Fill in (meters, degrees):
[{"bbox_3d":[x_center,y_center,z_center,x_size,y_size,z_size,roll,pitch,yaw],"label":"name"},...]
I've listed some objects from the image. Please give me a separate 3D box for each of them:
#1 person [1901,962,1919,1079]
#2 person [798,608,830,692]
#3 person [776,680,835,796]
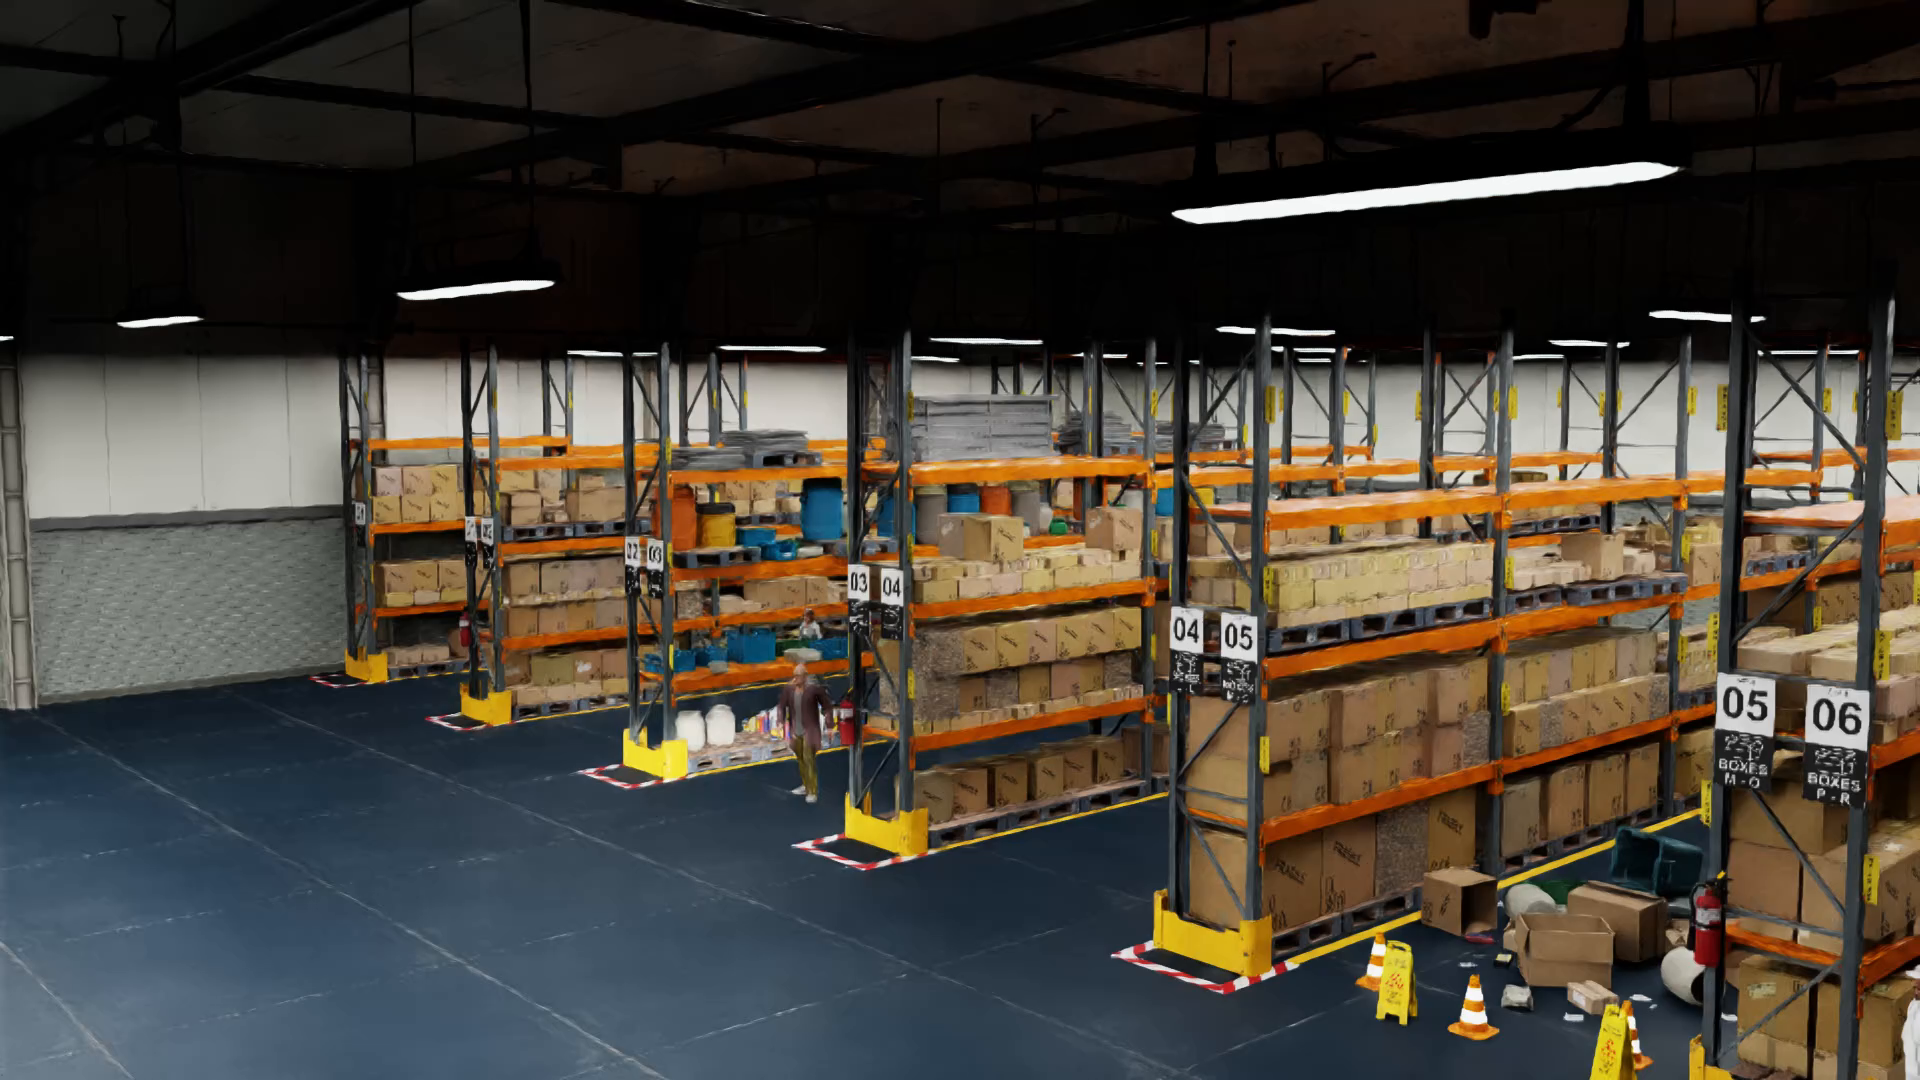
[{"bbox_3d":[5.954,3.059,10.107,0.403,1.071,0.586,-1,5,-12],"label":"person"},{"bbox_3d":[-2.505,1.890,27.887,0.411,1.534,0.956,4,7,39],"label":"person"},{"bbox_3d":[-1.936,2.469,21.062,0.717,1.461,0.692,3,6,27],"label":"person"}]
